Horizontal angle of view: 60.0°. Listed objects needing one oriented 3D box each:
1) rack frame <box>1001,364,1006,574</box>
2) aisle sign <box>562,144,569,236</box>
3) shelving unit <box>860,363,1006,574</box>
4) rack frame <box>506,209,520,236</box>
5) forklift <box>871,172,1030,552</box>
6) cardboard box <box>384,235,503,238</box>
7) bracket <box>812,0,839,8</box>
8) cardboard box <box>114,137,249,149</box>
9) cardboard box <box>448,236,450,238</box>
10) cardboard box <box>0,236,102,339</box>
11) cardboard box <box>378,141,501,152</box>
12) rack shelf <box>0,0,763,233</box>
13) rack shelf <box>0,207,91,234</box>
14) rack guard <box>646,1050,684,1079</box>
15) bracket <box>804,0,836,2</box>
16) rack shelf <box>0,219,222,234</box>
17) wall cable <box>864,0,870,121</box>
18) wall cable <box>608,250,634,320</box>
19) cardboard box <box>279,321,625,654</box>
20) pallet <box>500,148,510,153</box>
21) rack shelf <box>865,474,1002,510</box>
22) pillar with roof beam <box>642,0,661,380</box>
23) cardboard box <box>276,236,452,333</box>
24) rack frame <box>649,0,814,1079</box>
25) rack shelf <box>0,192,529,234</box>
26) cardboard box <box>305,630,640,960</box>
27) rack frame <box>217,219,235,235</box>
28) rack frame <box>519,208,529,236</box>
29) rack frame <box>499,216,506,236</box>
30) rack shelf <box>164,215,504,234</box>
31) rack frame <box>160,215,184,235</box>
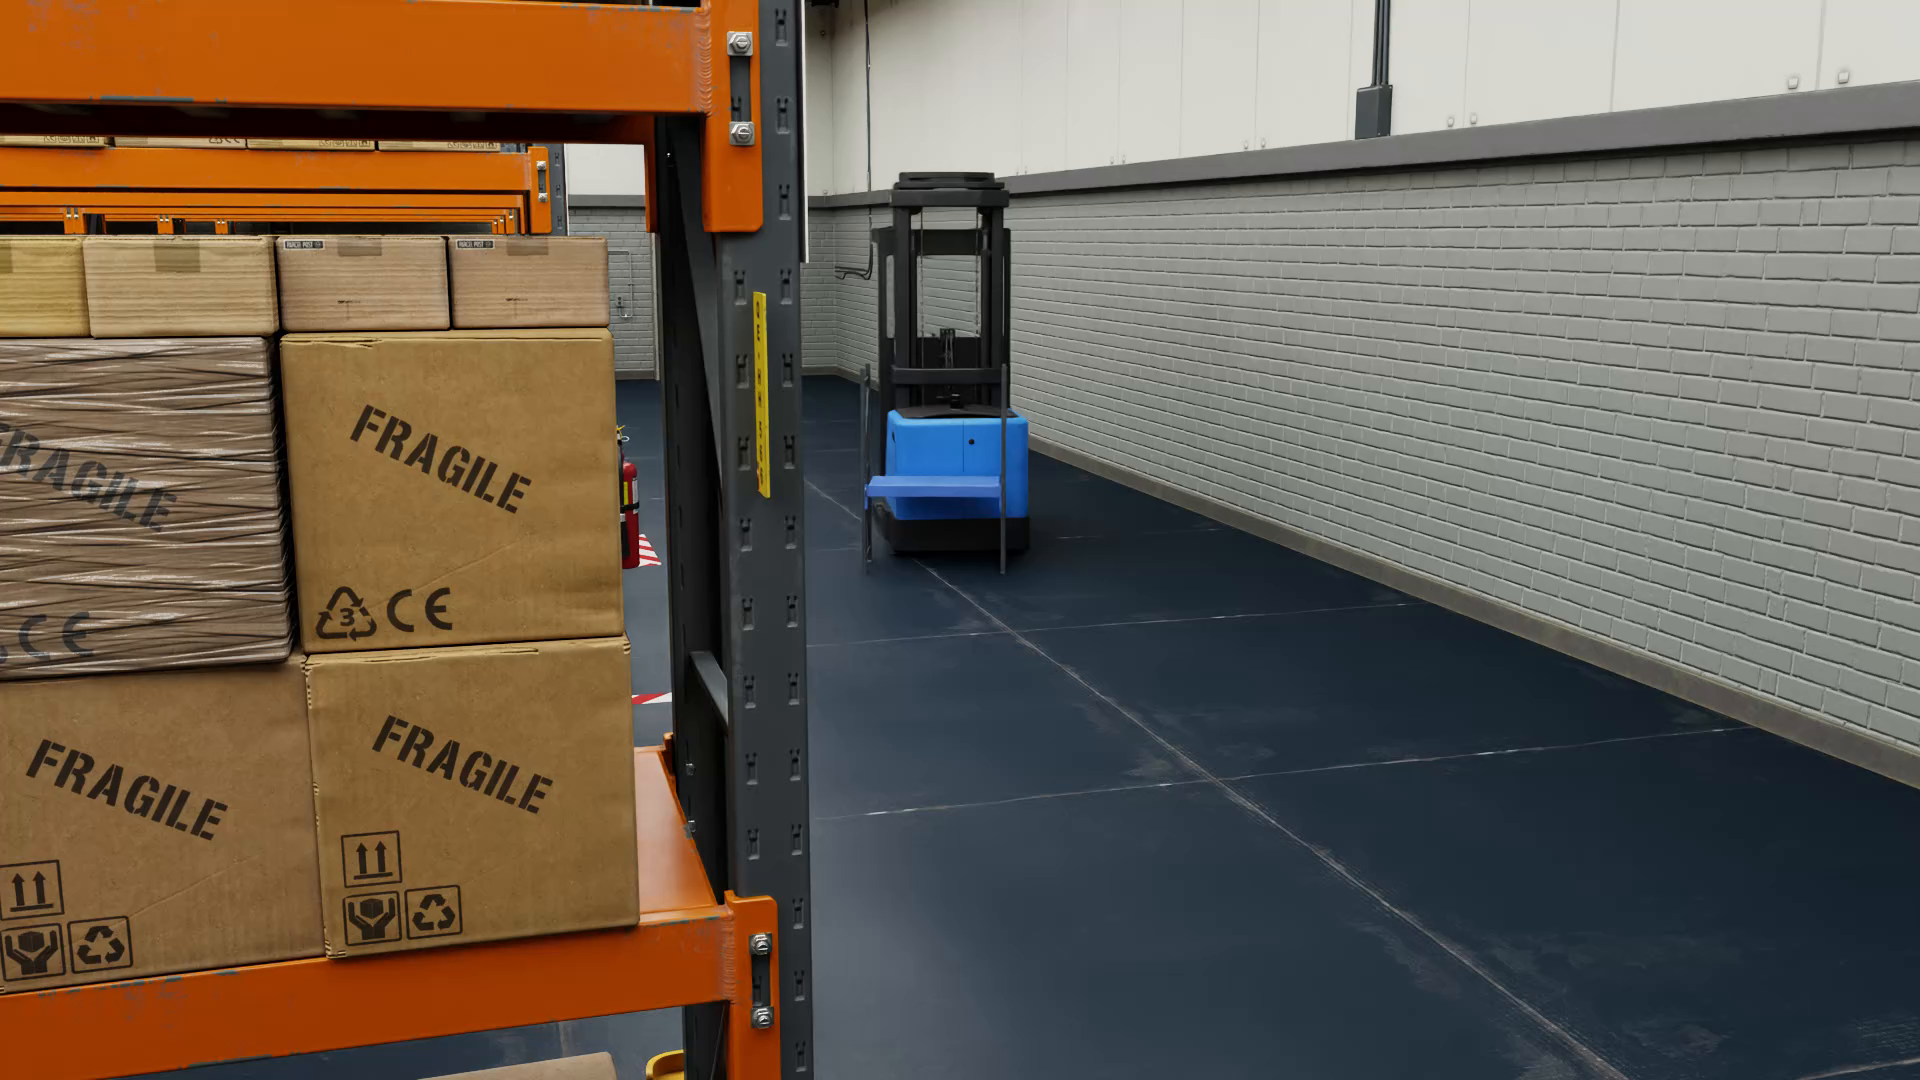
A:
[{"bbox_3d":[0.321,-0.533,12.301,0.032,1.500,0.500,0,10,1],"label":"rack frame"},{"bbox_3d":[-1.786,-1.729,7.474,0.004,0.787,0.394,-3,11,-16],"label":"aisle sign"},{"bbox_3d":[-0.187,-0.535,12.313,1.048,1.500,0.538,0,10,1],"label":"shelving unit"},{"bbox_3d":[-4.613,-2.227,17.361,0.127,3.000,1.000,-3,11,-16],"label":"rack frame"},{"bbox_3d":[-0.162,-1.566,13.960,1.130,2.935,3.031,-1,11,-7],"label":"forklift"},{"bbox_3d":[-2.309,-1.120,7.485,0.500,0.500,0.500,-3,11,-17],"label":"cardboard box"},{"bbox_3d":[-2.259,-9.037,27.836,0.430,0.232,0.235,-3,11,-16],"label":"bracket"},{"bbox_3d":[-3.270,-1.782,7.069,0.500,0.250,0.500,-3,11,-13],"label":"cardboard box"},{"bbox_3d":[-1.109,-0.508,3.192,0.250,0.149,0.380,-3,11,-15],"label":"cardboard box"},{"bbox_3d":[-1.462,-0.400,2.607,0.250,0.149,0.380,-3,11,-15],"label":"cardboard box"},{"bbox_3d":[-2.302,-1.832,7.340,0.500,0.250,0.500,-3,11,-17],"label":"cardboard box"},{"bbox_3d":[-2.379,-0.664,2.570,4.000,0.370,1.077,-3,11,-16],"label":"rack shelf"},{"bbox_3d":[-10.374,-3.045,15.505,4.000,0.370,1.077,-3,11,-16],"label":"rack shelf"},{"bbox_3d":[-0.436,1.584,3.559,0.348,0.500,1.175,-3,11,-16],"label":"rack guard"},{"bbox_3d":[-2.826,-9.007,27.674,3.189,0.066,0.076,-3,11,-16],"label":"bracket"},{"bbox_3d":[-13.143,-4.767,24.860,4.000,0.370,1.077,-3,11,-16],"label":"rack shelf"},{"bbox_3d":[-1.096,-7.611,24.659,0.112,2.526,3.097,-3,11,-16],"label":"wall cable"},{"bbox_3d":[-6.417,-4.679,27.869,1.851,1.984,0.084,-3,11,-16],"label":"wall cable"},{"bbox_3d":[-0.855,-0.119,2.869,0.500,0.500,0.500,-3,11,-14],"label":"cardboard box"},{"bbox_3d":[-3.938,-2.759,12.207,1.213,0.211,1.003,-3,11,-16],"label":"pallet"},{"bbox_3d":[-0.187,-0.359,12.345,1.000,0.185,0.538,0,10,1],"label":"rack shelf"},{"bbox_3d":[-3.828,-6.439,23.667,0.548,9.000,9.100,-3,11,-16],"label":"pillar with roof beam"},{"bbox_3d":[-0.985,-0.434,2.788,0.250,0.149,0.380,-3,11,-15],"label":"cardboard box"},{"bbox_3d":[-0.458,0.357,3.323,0.053,2.616,0.949,-3,11,-16],"label":"rack frame"},{"bbox_3d":[-5.149,-2.387,11.928,4.000,0.370,1.077,-3,11,-16],"label":"rack shelf"},{"bbox_3d":[-0.848,0.378,2.935,0.500,0.500,0.500,-3,11,-16],"label":"cardboard box"},{"bbox_3d":[-11.223,-3.747,25.616,0.127,3.000,1.000,-3,11,-16],"label":"rack frame"},{"bbox_3d":[-3.229,-1.366,12.684,0.127,3.000,1.000,-3,11,-16],"label":"rack frame"},{"bbox_3d":[-5.994,-3.089,22.039,0.127,3.000,1.000,-3,11,-16],"label":"rack frame"},{"bbox_3d":[-7.915,-4.109,21.283,4.000,0.370,1.077,-3,11,-16],"label":"rack shelf"},{"bbox_3d":[-9.835,-2.886,20.940,0.127,3.000,1.000,-3,11,-16],"label":"rack frame"}]
